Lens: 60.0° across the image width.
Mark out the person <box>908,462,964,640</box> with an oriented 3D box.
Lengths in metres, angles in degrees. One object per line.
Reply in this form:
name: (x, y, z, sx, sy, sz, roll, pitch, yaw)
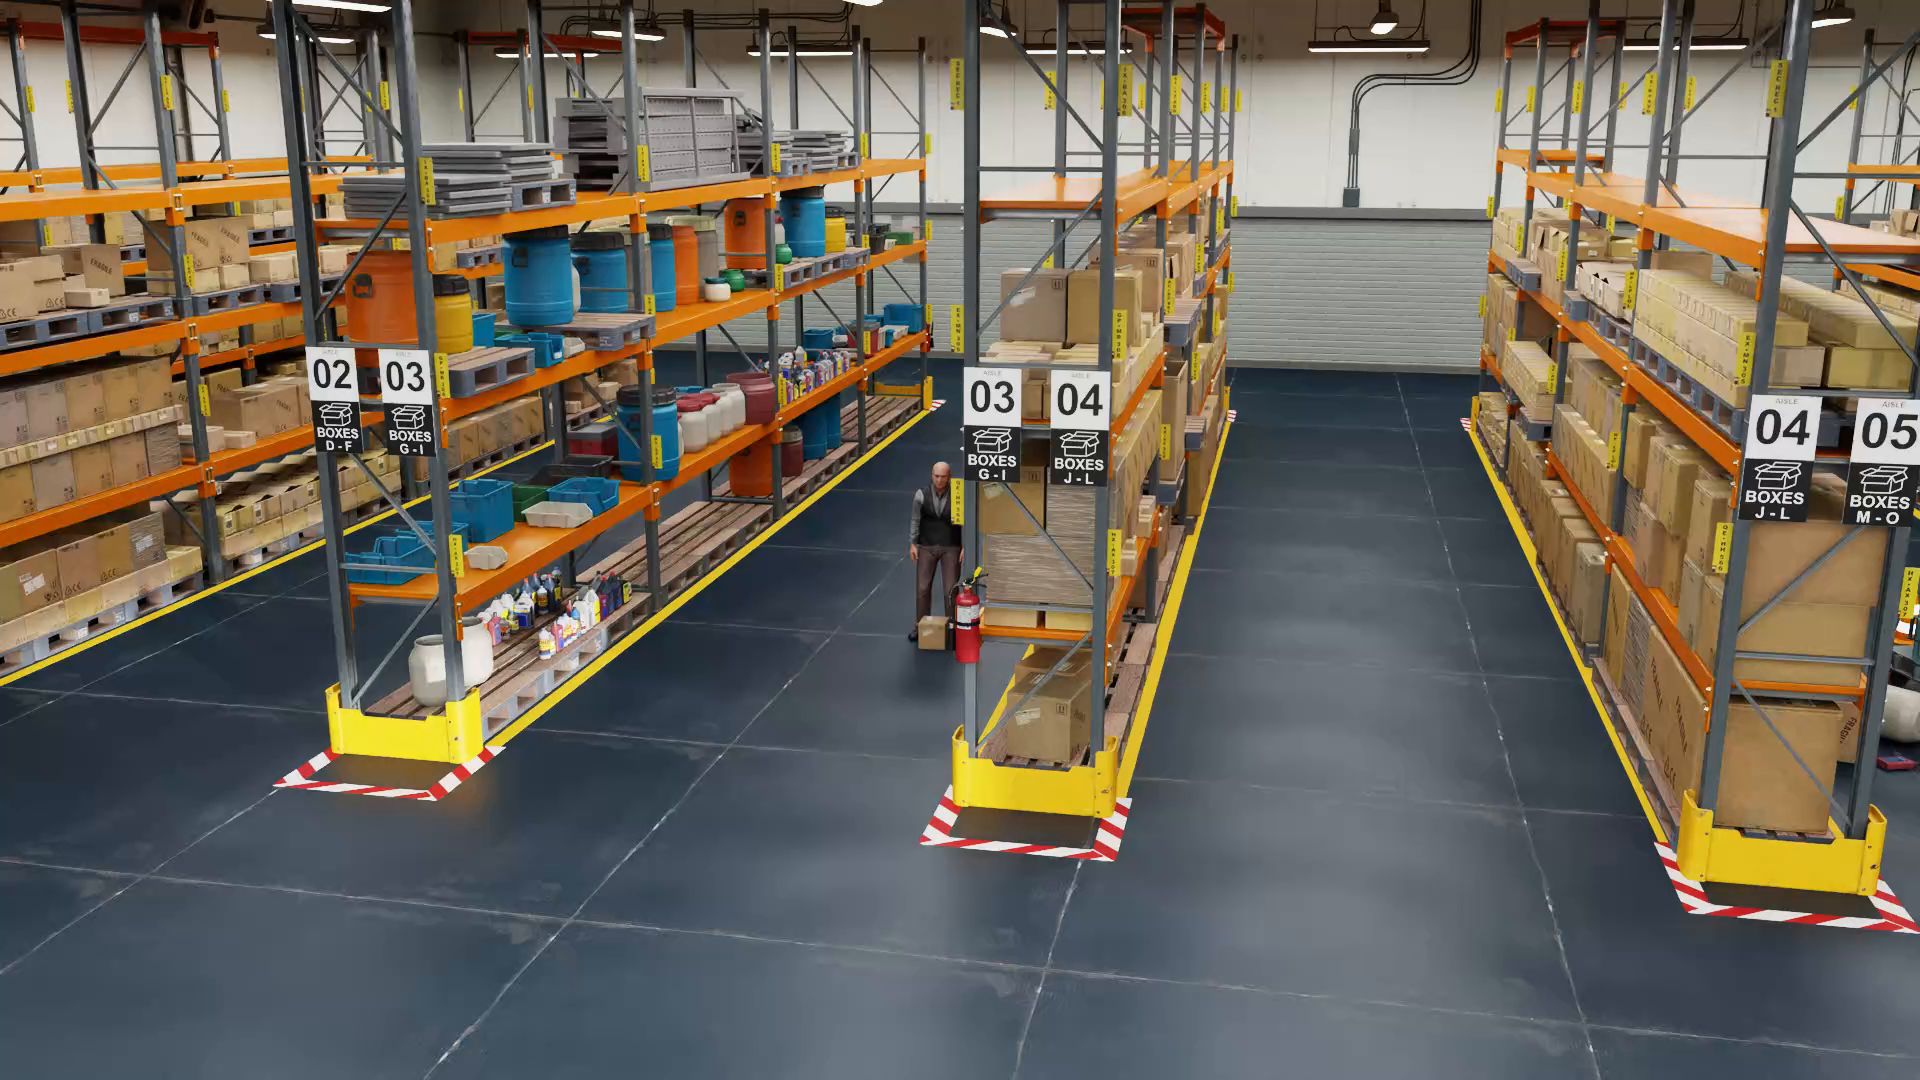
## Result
person: (-0.187, 0.091, 15.708, 0.591, 1.720, 0.425, 2, 15, 8)
